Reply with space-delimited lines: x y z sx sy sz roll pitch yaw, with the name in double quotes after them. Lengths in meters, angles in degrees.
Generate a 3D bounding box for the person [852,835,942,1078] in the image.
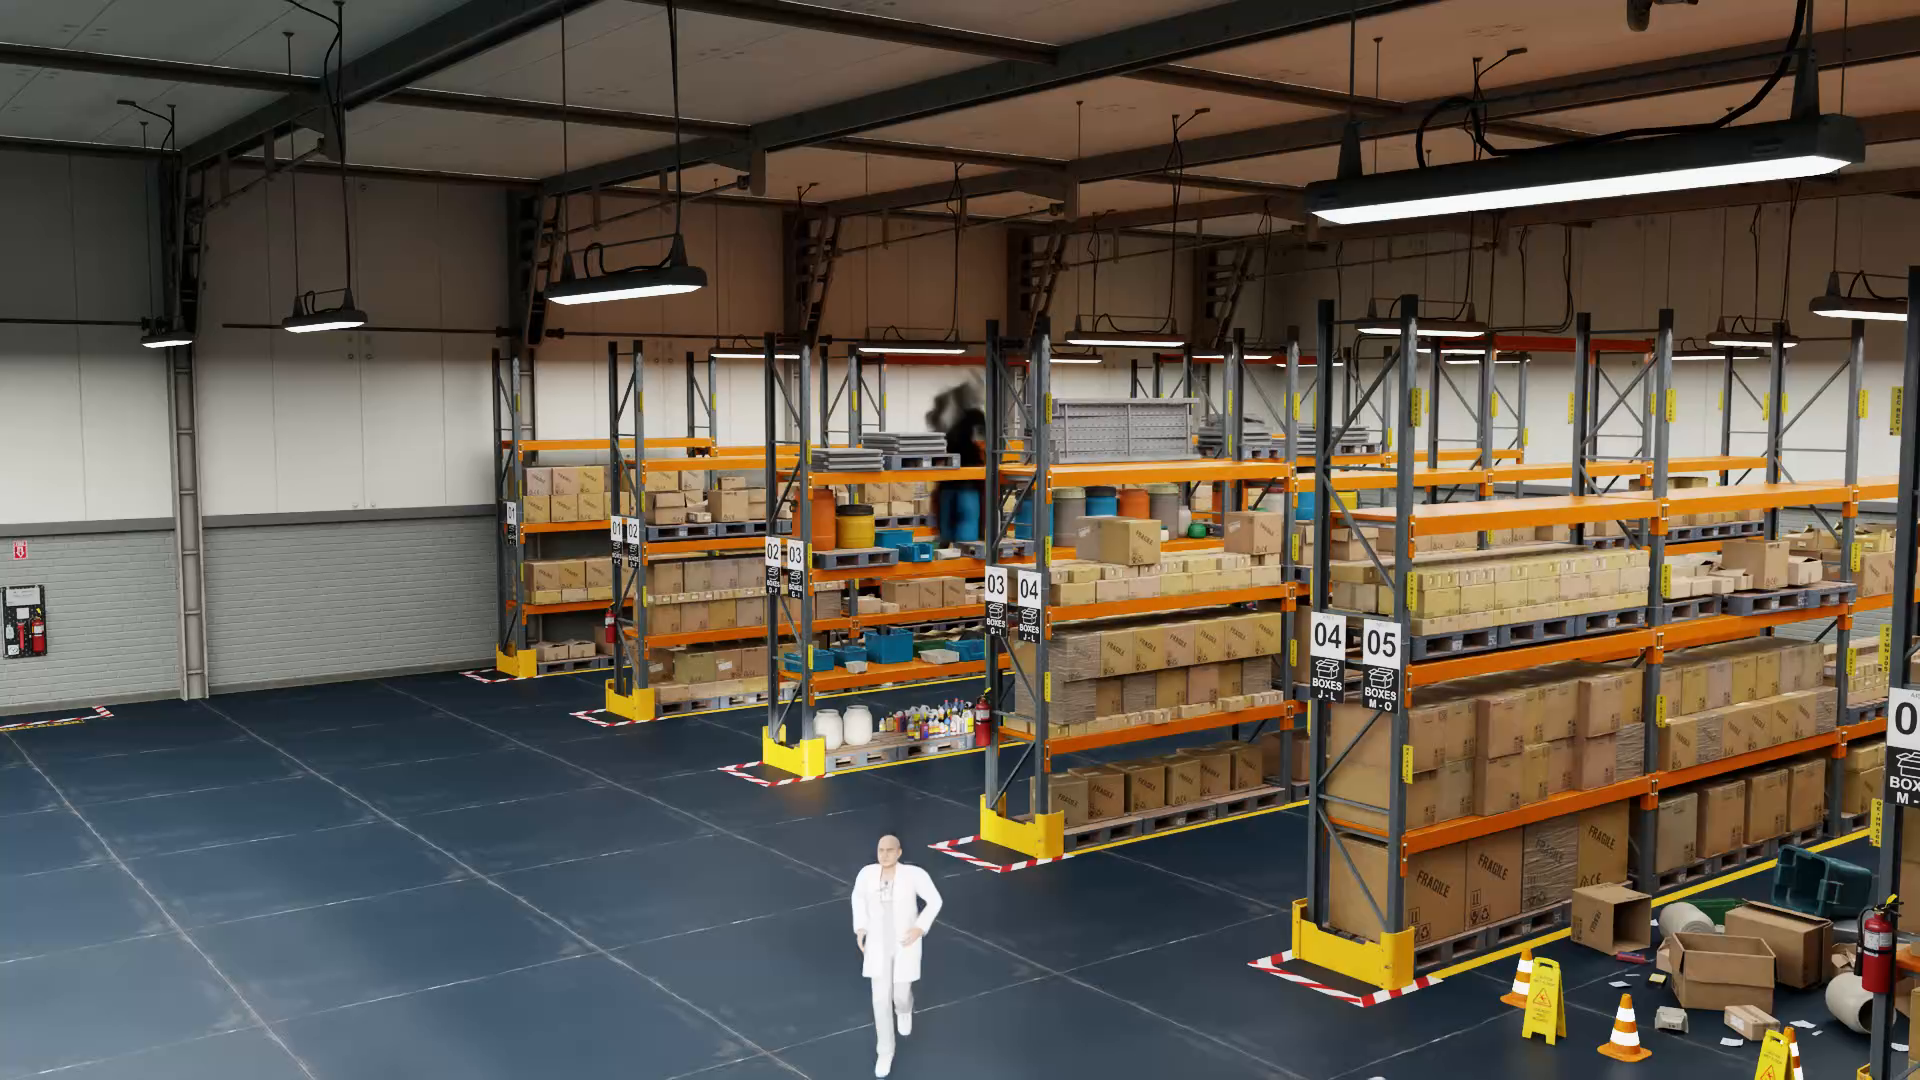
-0.502 3.143 12.899 0.733 1.765 0.795 1 5 10 "person"

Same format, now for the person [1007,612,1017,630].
1.120 1.263 34.336 0.839 1.792 0.661 -5 7 -42 "person"
